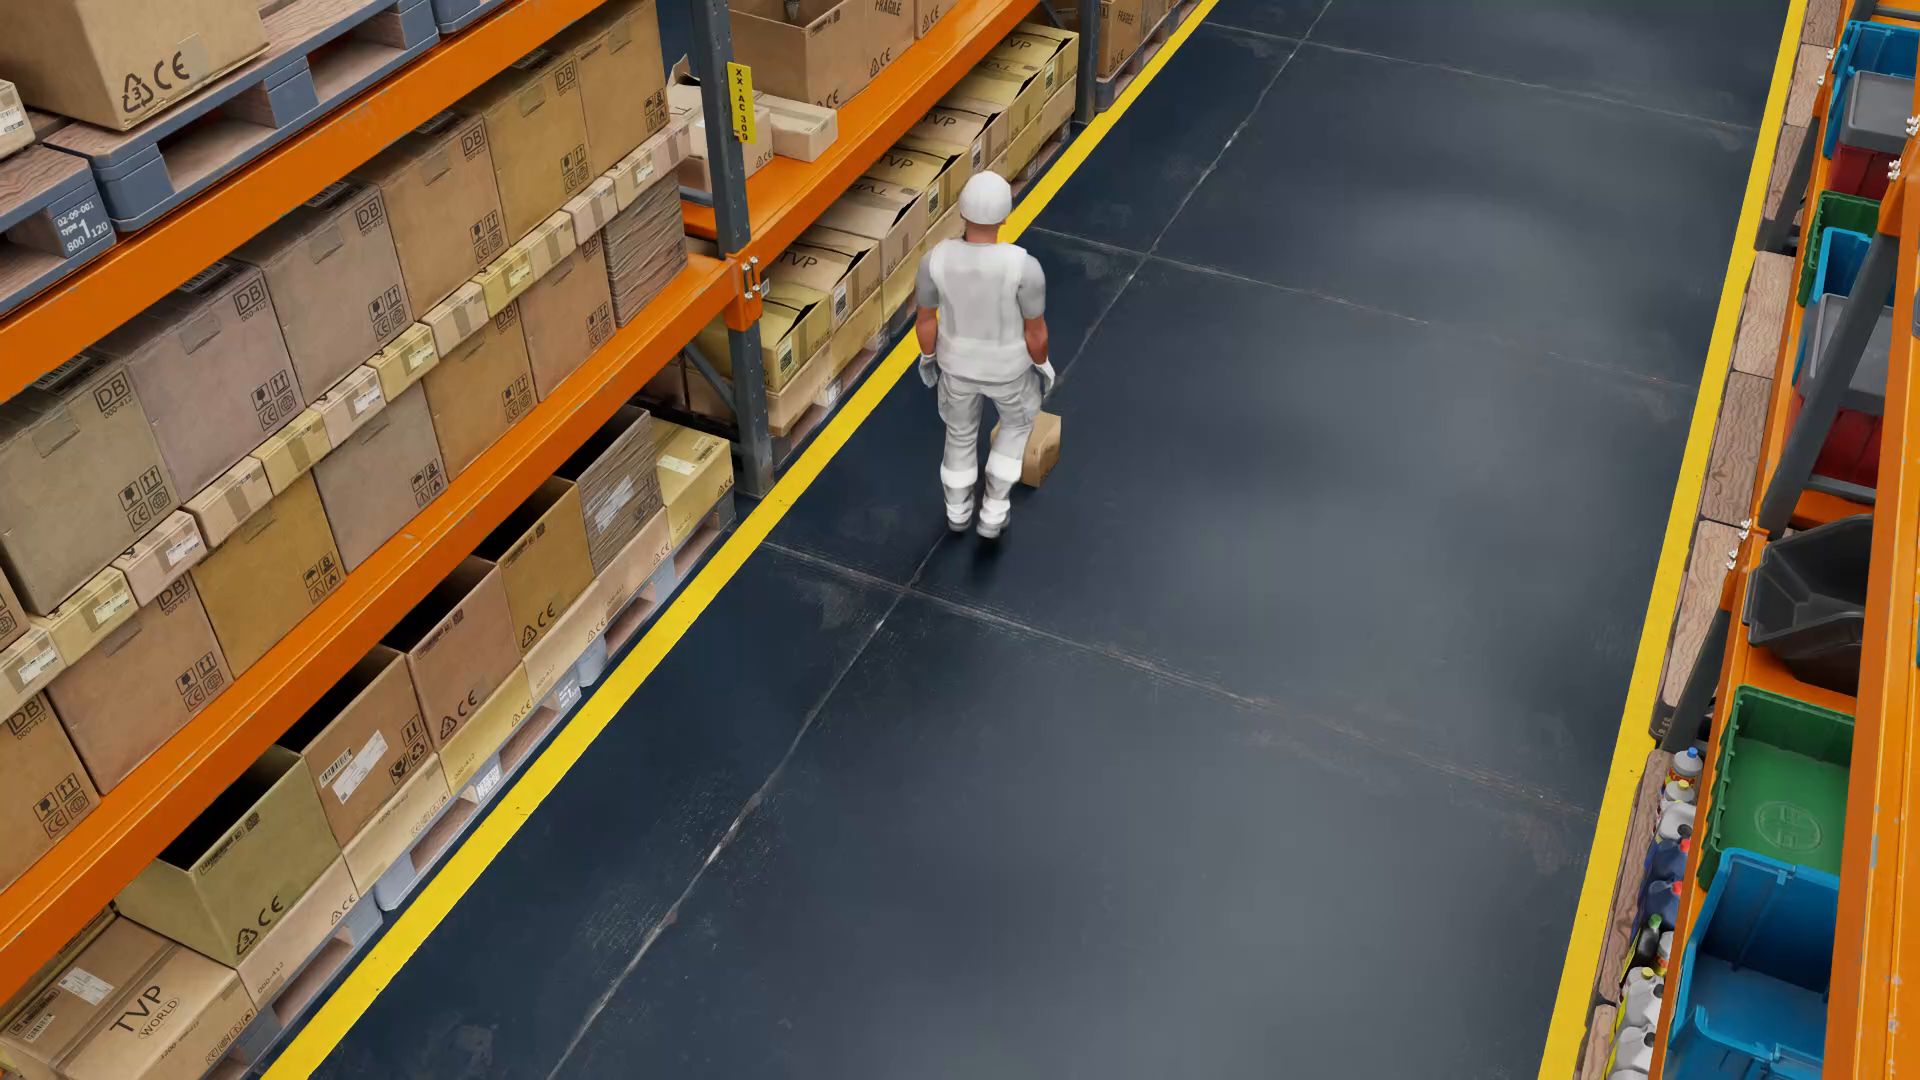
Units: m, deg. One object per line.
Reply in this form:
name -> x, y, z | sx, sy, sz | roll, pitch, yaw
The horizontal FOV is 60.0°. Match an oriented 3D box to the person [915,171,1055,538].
person -> 0.107, -0.733, 6.941 | 0.579, 1.793, 0.443 | 9, 42, 11
